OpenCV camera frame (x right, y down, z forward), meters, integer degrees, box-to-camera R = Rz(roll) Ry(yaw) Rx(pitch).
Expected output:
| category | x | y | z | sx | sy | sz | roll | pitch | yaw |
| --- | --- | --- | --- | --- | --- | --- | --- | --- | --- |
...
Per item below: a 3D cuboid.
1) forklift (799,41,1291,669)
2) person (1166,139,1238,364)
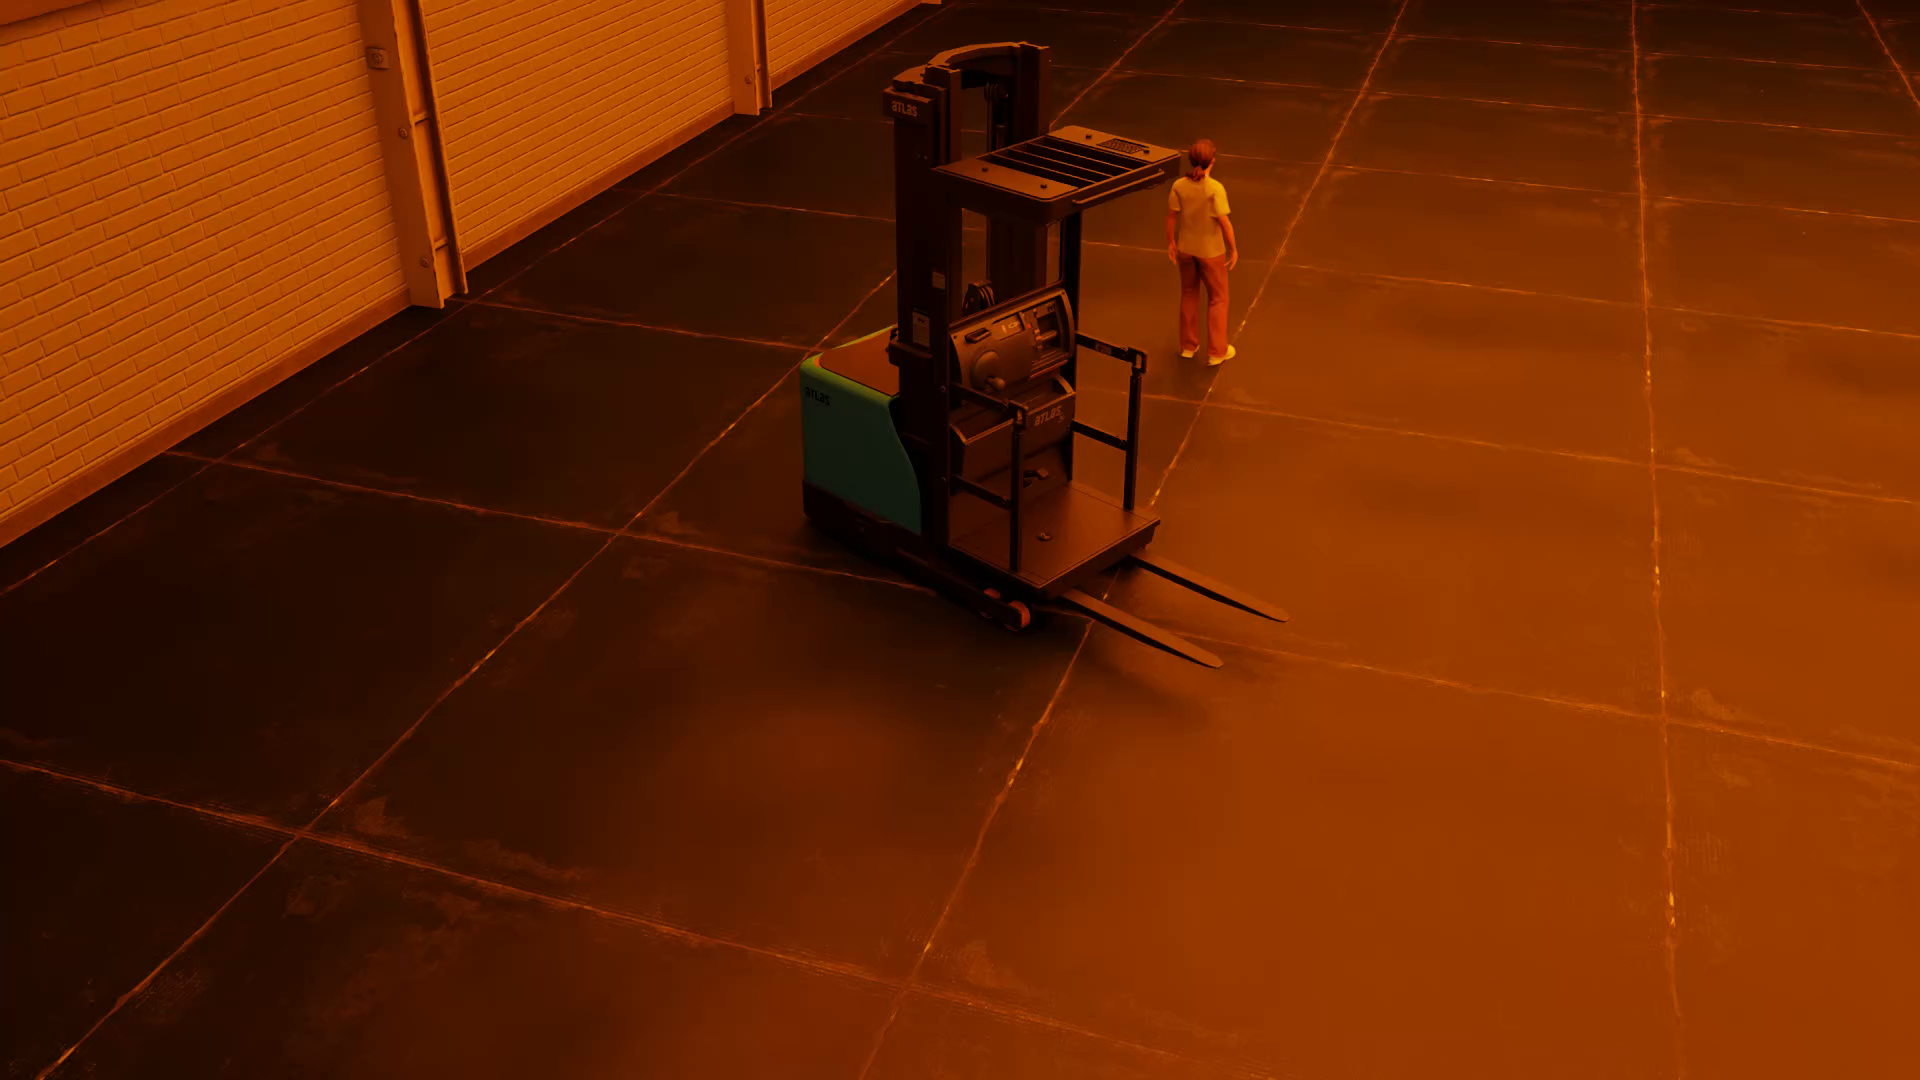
| category | x | y | z | sx | sy | sz | roll | pitch | yaw |
| --- | --- | --- | --- | --- | --- | --- | --- | --- | --- |
| forklift | 0.450 | -1.061 | 8.998 | 3.031 | 2.935 | 1.130 | 25 | 38 | 37 |
| person | 1.771 | -2.095 | 12.091 | 0.538 | 1.687 | 0.482 | 19 | 35 | 29 |
